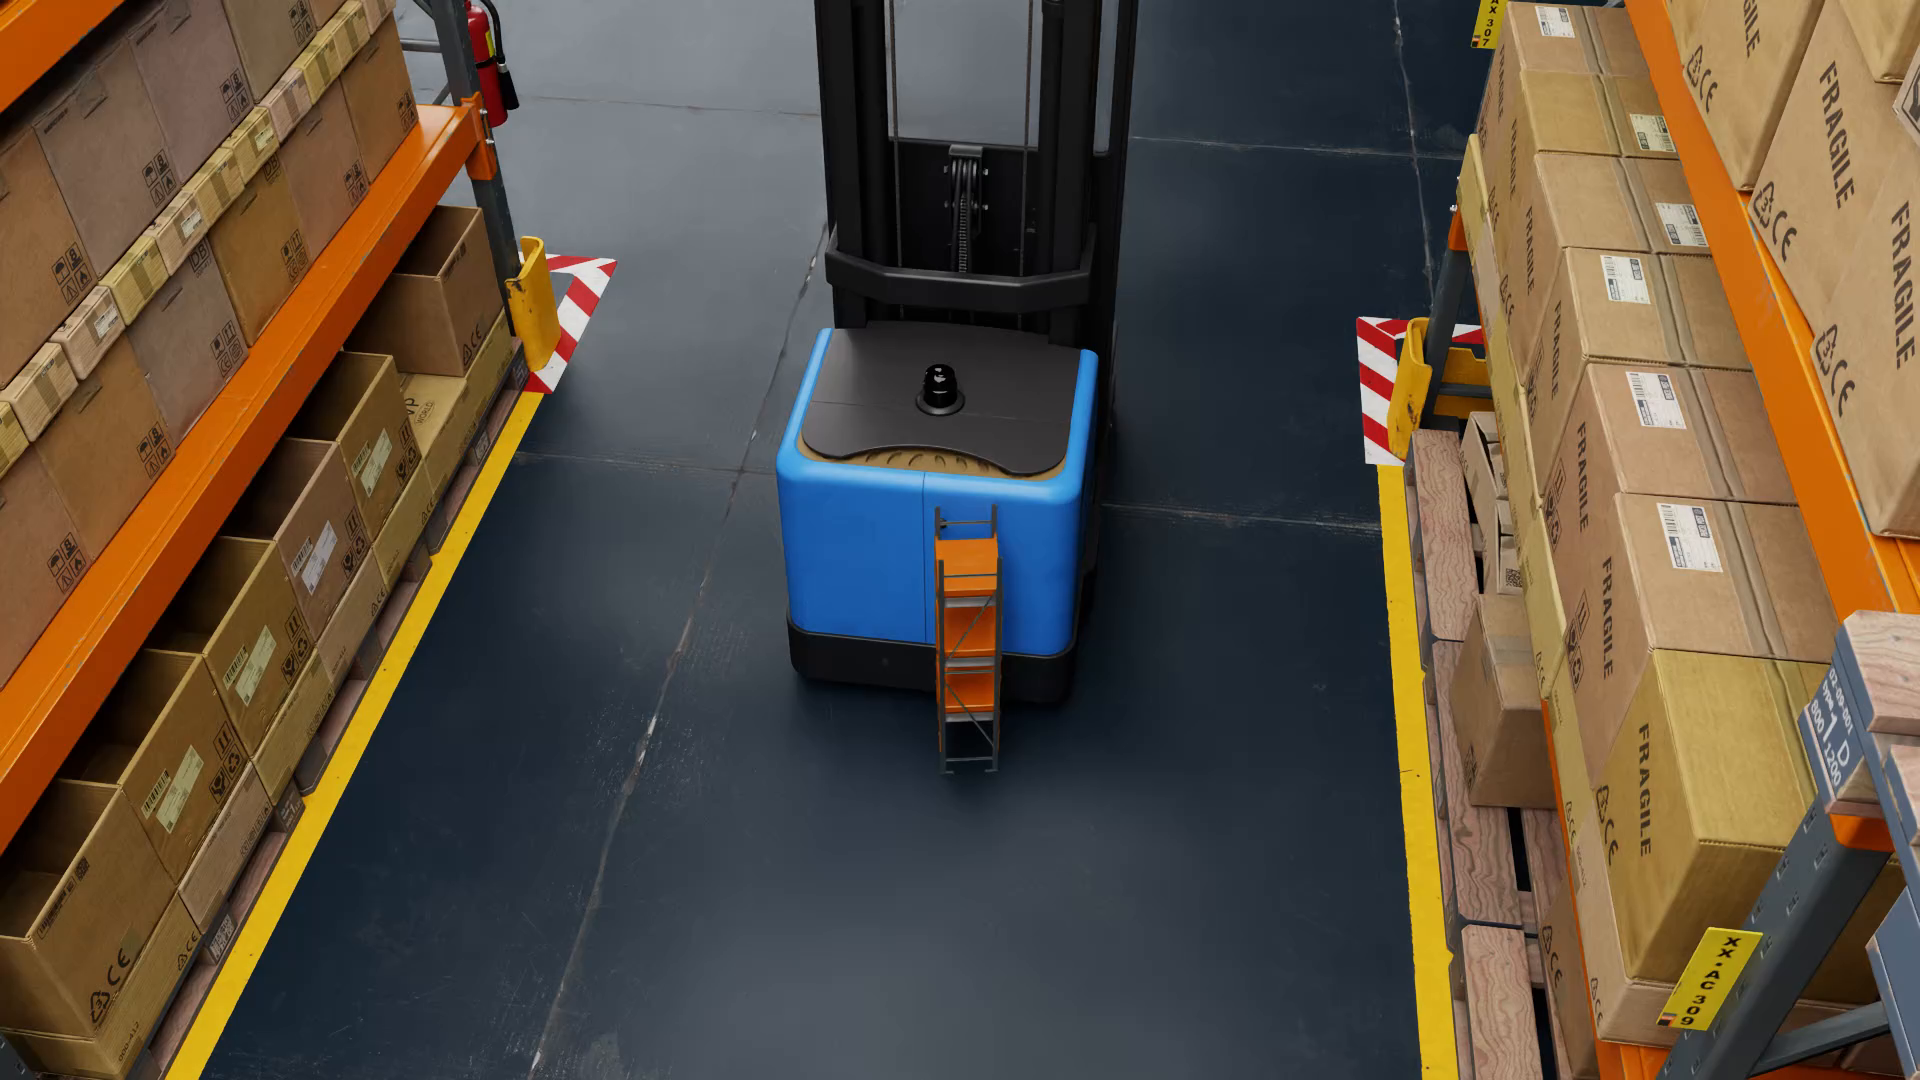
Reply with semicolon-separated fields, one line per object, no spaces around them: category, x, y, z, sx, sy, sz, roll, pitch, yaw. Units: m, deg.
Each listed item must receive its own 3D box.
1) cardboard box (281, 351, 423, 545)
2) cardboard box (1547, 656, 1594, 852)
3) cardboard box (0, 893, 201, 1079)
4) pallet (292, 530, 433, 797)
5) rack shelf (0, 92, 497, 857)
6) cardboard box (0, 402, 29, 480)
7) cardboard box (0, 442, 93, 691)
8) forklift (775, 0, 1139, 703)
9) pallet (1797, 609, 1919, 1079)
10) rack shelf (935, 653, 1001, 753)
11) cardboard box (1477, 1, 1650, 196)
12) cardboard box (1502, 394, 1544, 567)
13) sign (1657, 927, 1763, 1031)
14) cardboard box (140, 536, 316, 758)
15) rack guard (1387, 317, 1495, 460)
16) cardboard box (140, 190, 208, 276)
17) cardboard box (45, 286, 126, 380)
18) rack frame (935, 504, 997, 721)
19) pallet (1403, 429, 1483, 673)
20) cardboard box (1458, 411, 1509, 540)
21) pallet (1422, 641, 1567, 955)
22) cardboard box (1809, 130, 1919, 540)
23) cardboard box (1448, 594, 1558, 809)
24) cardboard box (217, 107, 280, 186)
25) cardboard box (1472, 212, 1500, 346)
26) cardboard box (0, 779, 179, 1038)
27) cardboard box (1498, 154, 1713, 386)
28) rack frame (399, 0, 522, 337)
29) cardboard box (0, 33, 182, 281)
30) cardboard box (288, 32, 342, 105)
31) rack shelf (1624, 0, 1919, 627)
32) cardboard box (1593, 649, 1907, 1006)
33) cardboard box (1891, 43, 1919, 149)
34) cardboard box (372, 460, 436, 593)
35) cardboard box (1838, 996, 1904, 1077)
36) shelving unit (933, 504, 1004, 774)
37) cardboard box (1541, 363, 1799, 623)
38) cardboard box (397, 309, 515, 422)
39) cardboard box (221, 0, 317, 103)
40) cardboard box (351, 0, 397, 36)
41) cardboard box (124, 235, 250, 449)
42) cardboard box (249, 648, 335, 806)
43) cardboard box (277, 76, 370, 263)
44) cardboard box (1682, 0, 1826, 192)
cardboard box;-2.350;-0.350;6.088;0.500;0.500;0.500;5;44;6
cardboard box;1.762;0.532;4.101;0.500;0.250;0.500;5;44;6
cardboard box;-2.623;1.284;4.907;0.500;0.250;0.500;5;44;6
pallet;-2.680;0.367;6.209;1.003;0.211;1.213;5;44;6
rack shelf;-2.721;-0.375;5.488;1.077;0.370;4.000;5;44;6
cardboard box;-2.659;-0.237;4.274;0.380;0.149;0.250;5;44;5
cardboard box;-2.869;0.027;4.467;0.700;0.500;0.500;5;44;5
forklift;0.087;-1.493;6.195;1.130;2.935;3.031;5;44;6
pallet;1.738;0.564;1.927;1.213;0.211;1.003;5;44;6
rack shelf;0.026;0.566;5.809;0.215;0.259;0.240;-2;43;-2
cardboard box;2.093;-1.479;5.679;0.500;0.500;0.500;5;44;6
cardboard box;1.878;-0.155;4.826;0.500;0.250;0.500;6;44;6
sign;1.387;0.816;3.077;0.100;0.325;0.005;5;44;6
cardboard box;-2.481;0.331;5.368;0.500;0.500;0.500;5;44;6
rack guard;2.444;-0.592;7.012;1.175;0.500;0.348;5;44;6
cardboard box;-2.521;-0.936;5.013;0.380;0.149;0.250;5;44;5
cardboard box;-2.591;-0.589;4.646;0.380;0.149;0.250;4;44;4
rack frame;0.019;0.272;5.699;0.200;1.050;0.008;-2;43;-2
pallet;2.302;0.063;6.530;1.003;0.211;1.213;5;44;6
cardboard box;2.274;-0.272;6.491;0.500;0.311;0.500;1;43;1
pallet;2.138;0.892;5.654;1.003;0.211;1.213;5;44;6
cardboard box;1.748;-0.327;2.645;0.500;0.500;0.500;6;44;7
cardboard box;2.052;0.543;5.492;0.700;0.500;0.500;3;44;3
cardboard box;-2.455;-1.291;5.387;0.380;0.149;0.250;6;44;7
cardboard box;2.021;-0.846;5.556;0.500;0.250;0.500;4;44;4
cardboard box;-2.614;1.013;4.648;0.500;0.500;0.500;5;44;6
cardboard box;1.944;-0.791;4.953;0.500;0.500;0.500;4;44;4
rack frame;-2.456;-2.000;6.680;1.000;3.000;0.127;5;44;6
cardboard box;-2.734;-1.110;4.724;0.700;0.500;0.500;5;44;6
cardboard box;-2.385;-1.641;5.757;0.380;0.149;0.250;5;44;5
rack shelf;2.190;-1.017;3.984;1.077;0.370;4.000;5;44;6
cardboard box;1.681;0.599;3.485;0.500;0.500;0.500;5;44;5
cardboard box;1.723;-0.688;2.298;0.500;0.500;0.500;2;43;2
cardboard box;-2.353;-0.078;6.346;0.500;0.250;0.500;5;44;6
cardboard box;2.200;0.921;3.691;0.500;0.250;0.500;6;44;6
shelving unit;0.026;0.356;5.610;0.215;1.050;0.252;-2;43;-2
cardboard box;1.819;-0.084;4.206;0.500;0.500;0.500;4;44;4
cardboard box;-2.234;-0.761;7.067;0.500;0.250;0.500;5;44;6
cardboard box;-2.602;-1.795;5.448;0.700;0.500;0.500;4;44;4
cardboard box;-2.318;-1.994;6.129;0.380;0.149;0.250;5;44;5
cardboard box;-2.733;-0.664;5.196;0.700;0.500;0.500;6;44;7
cardboard box;-2.481;0.603;5.625;0.500;0.250;0.500;5;44;6
cardboard box;-2.595;-1.360;5.932;0.700;0.500;0.500;6;44;7
cardboard box;1.862;-1.050;3.408;0.500;0.500;0.500;4;44;4
